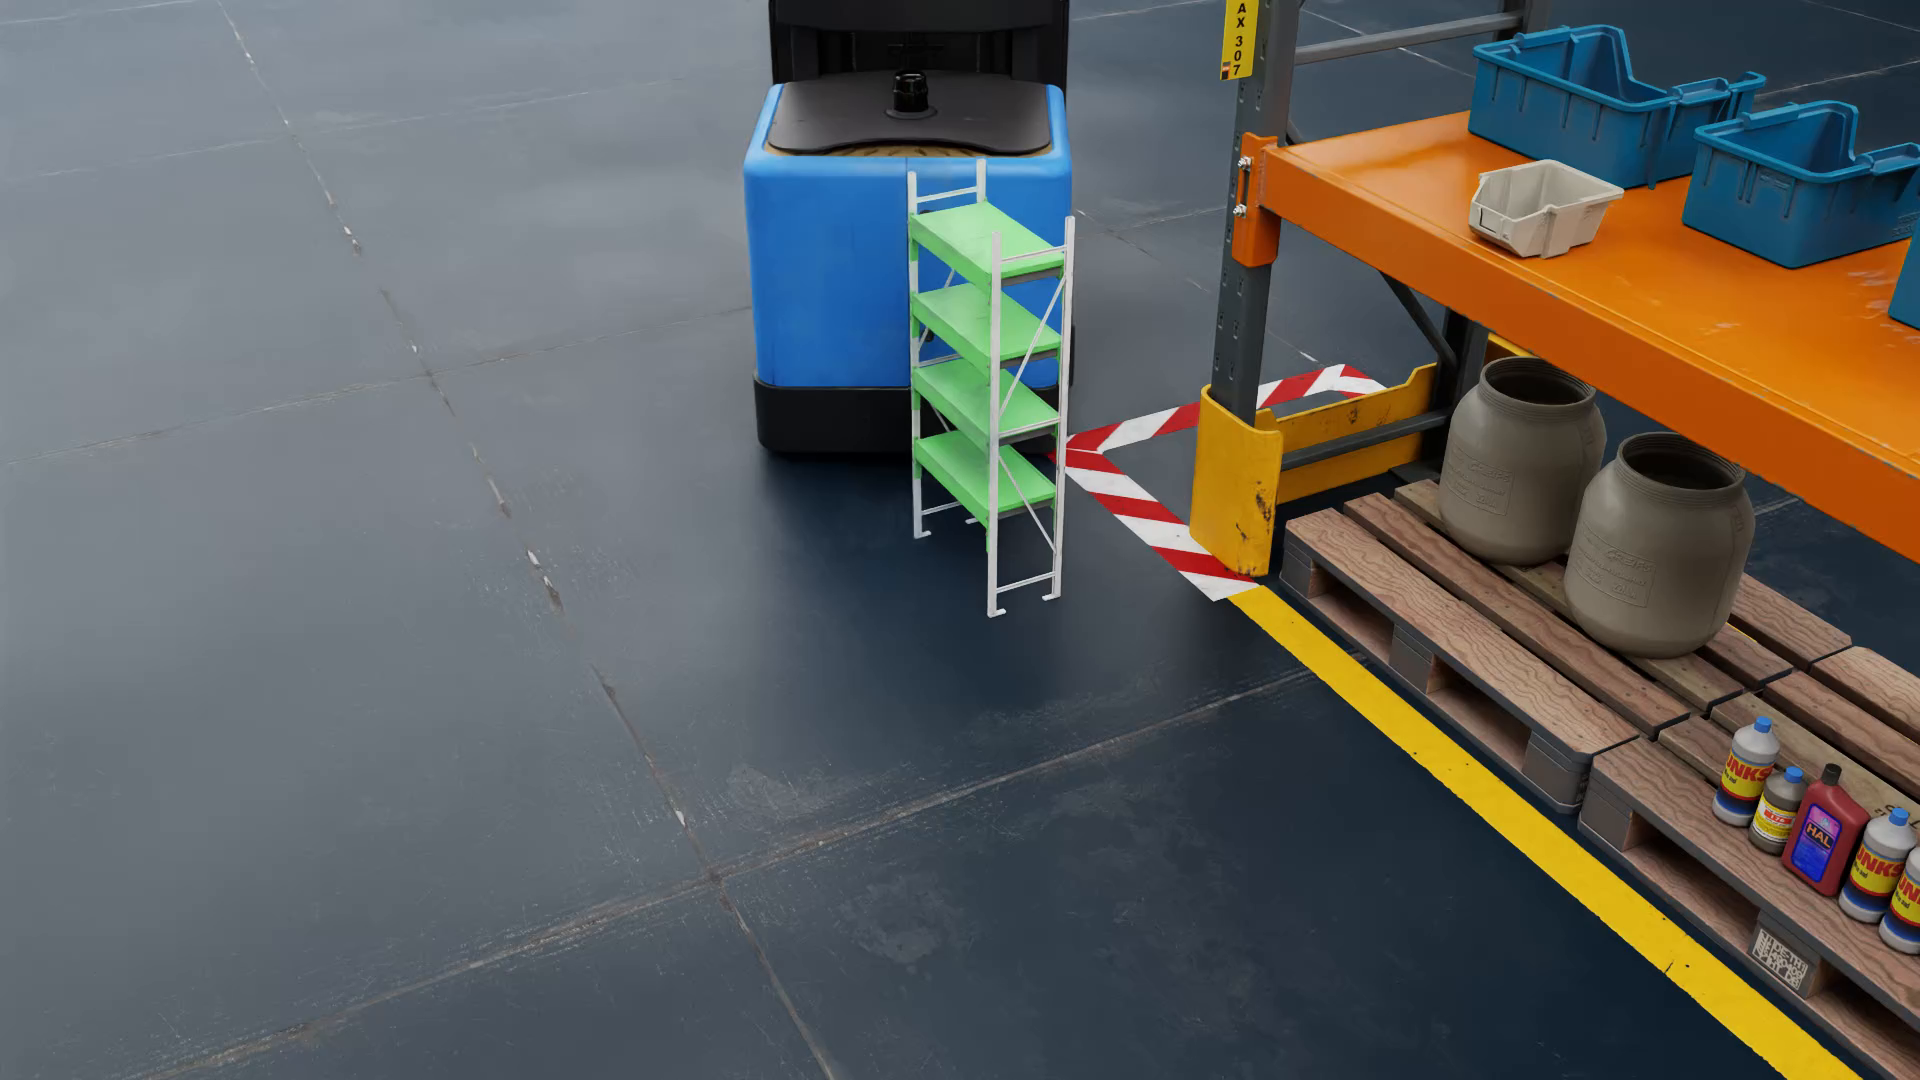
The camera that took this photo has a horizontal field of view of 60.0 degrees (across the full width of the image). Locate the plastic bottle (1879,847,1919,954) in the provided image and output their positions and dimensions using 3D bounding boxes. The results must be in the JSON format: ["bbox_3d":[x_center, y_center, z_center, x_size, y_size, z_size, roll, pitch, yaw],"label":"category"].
[{"bbox_3d":[2.001,0.728,3.454,0.097,0.271,0.097,0,33,0],"label":"plastic bottle"}]

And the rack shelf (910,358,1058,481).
[{"bbox_3d":[0.077,-0.372,4.837,0.258,0.148,0.480,-16,36,-23],"label":"rack shelf"}]

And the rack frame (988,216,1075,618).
[{"bbox_3d":[0.191,-0.310,4.621,0.240,1.200,0.015,-16,36,-23],"label":"rack frame"}]

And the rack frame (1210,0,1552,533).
[{"bbox_3d":[1.225,-1.390,4.639,1.000,3.000,0.127,-16,36,-23],"label":"rack frame"}]

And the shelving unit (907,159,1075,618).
[{"bbox_3d":[0.077,-0.426,4.803,0.258,1.200,0.503,-16,36,-23],"label":"shelving unit"}]

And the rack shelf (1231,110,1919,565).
[{"bbox_3d":[2.158,-0.133,3.344,1.077,0.370,4.000,-16,36,-23],"label":"rack shelf"}]

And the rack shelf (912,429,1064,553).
[{"bbox_3d":[0.077,-0.170,4.967,0.258,0.148,0.480,-16,36,-23],"label":"rack shelf"}]

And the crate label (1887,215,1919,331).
[{"bbox_3d":[2.323,-0.595,3.365,0.502,0.435,0.616,-16,36,-23],"label":"crate label"}]

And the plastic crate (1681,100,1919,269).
[{"bbox_3d":[2.021,-0.853,3.938,0.499,0.251,0.408,-16,36,-23],"label":"plastic crate"}]

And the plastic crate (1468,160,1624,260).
[{"bbox_3d":[1.358,-0.771,3.918,0.298,0.136,0.250,-16,36,-23],"label":"plastic crate"}]

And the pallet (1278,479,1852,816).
[{"bbox_3d":[1.676,0.197,4.746,1.003,0.211,1.213,-16,36,-23],"label":"pallet"}]

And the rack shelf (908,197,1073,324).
[{"bbox_3d":[0.077,-0.777,4.579,0.258,0.148,0.480,-16,36,-23],"label":"rack shelf"}]

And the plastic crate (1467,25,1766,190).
[{"bbox_3d":[1.723,-1.164,4.424,0.499,0.251,0.616,-16,36,-23],"label":"plastic crate"}]

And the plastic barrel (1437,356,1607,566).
[{"bbox_3d":[1.600,-0.225,4.737,0.421,0.512,0.421,0,33,0],"label":"plastic barrel"}]

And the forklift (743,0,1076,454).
[{"bbox_3d":[-0.145,-2.282,6.094,1.130,2.935,3.031,0,33,1],"label":"forklift"}]

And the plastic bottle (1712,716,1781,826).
[{"bbox_3d":[1.795,0.517,3.784,0.097,0.271,0.097,0,33,0],"label":"plastic bottle"}]

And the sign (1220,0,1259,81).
[{"bbox_3d":[0.737,-1.370,4.352,0.100,0.325,0.005,-16,36,-23],"label":"sign"}]

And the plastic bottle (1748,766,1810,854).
[{"bbox_3d":[1.843,0.596,3.726,0.097,0.201,0.097,0,33,0],"label":"plastic bottle"}]

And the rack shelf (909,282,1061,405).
[{"bbox_3d":[0.077,-0.574,4.708,0.258,0.148,0.480,-16,36,-23],"label":"rack shelf"}]

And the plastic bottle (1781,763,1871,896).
[{"bbox_3d":[1.884,0.625,3.605,0.061,0.283,0.133,-15,36,-22],"label":"plastic bottle"}]

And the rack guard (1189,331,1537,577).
[{"bbox_3d":[1.302,-0.313,5.276,1.175,0.500,0.348,-16,36,-23],"label":"rack guard"}]

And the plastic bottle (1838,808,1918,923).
[{"bbox_3d":[1.955,0.681,3.528,0.097,0.271,0.097,0,33,0],"label":"plastic bottle"}]

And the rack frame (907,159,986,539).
[{"bbox_3d":[-0.037,-0.543,4.985,0.240,1.200,0.015,-16,36,-23],"label":"rack frame"}]

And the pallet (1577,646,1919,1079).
[{"bbox_3d":[2.241,0.779,3.839,1.003,0.211,1.213,-16,36,-23],"label":"pallet"}]

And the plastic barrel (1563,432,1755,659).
[{"bbox_3d":[1.834,0.015,4.364,0.421,0.512,0.421,0,33,0],"label":"plastic barrel"}]
